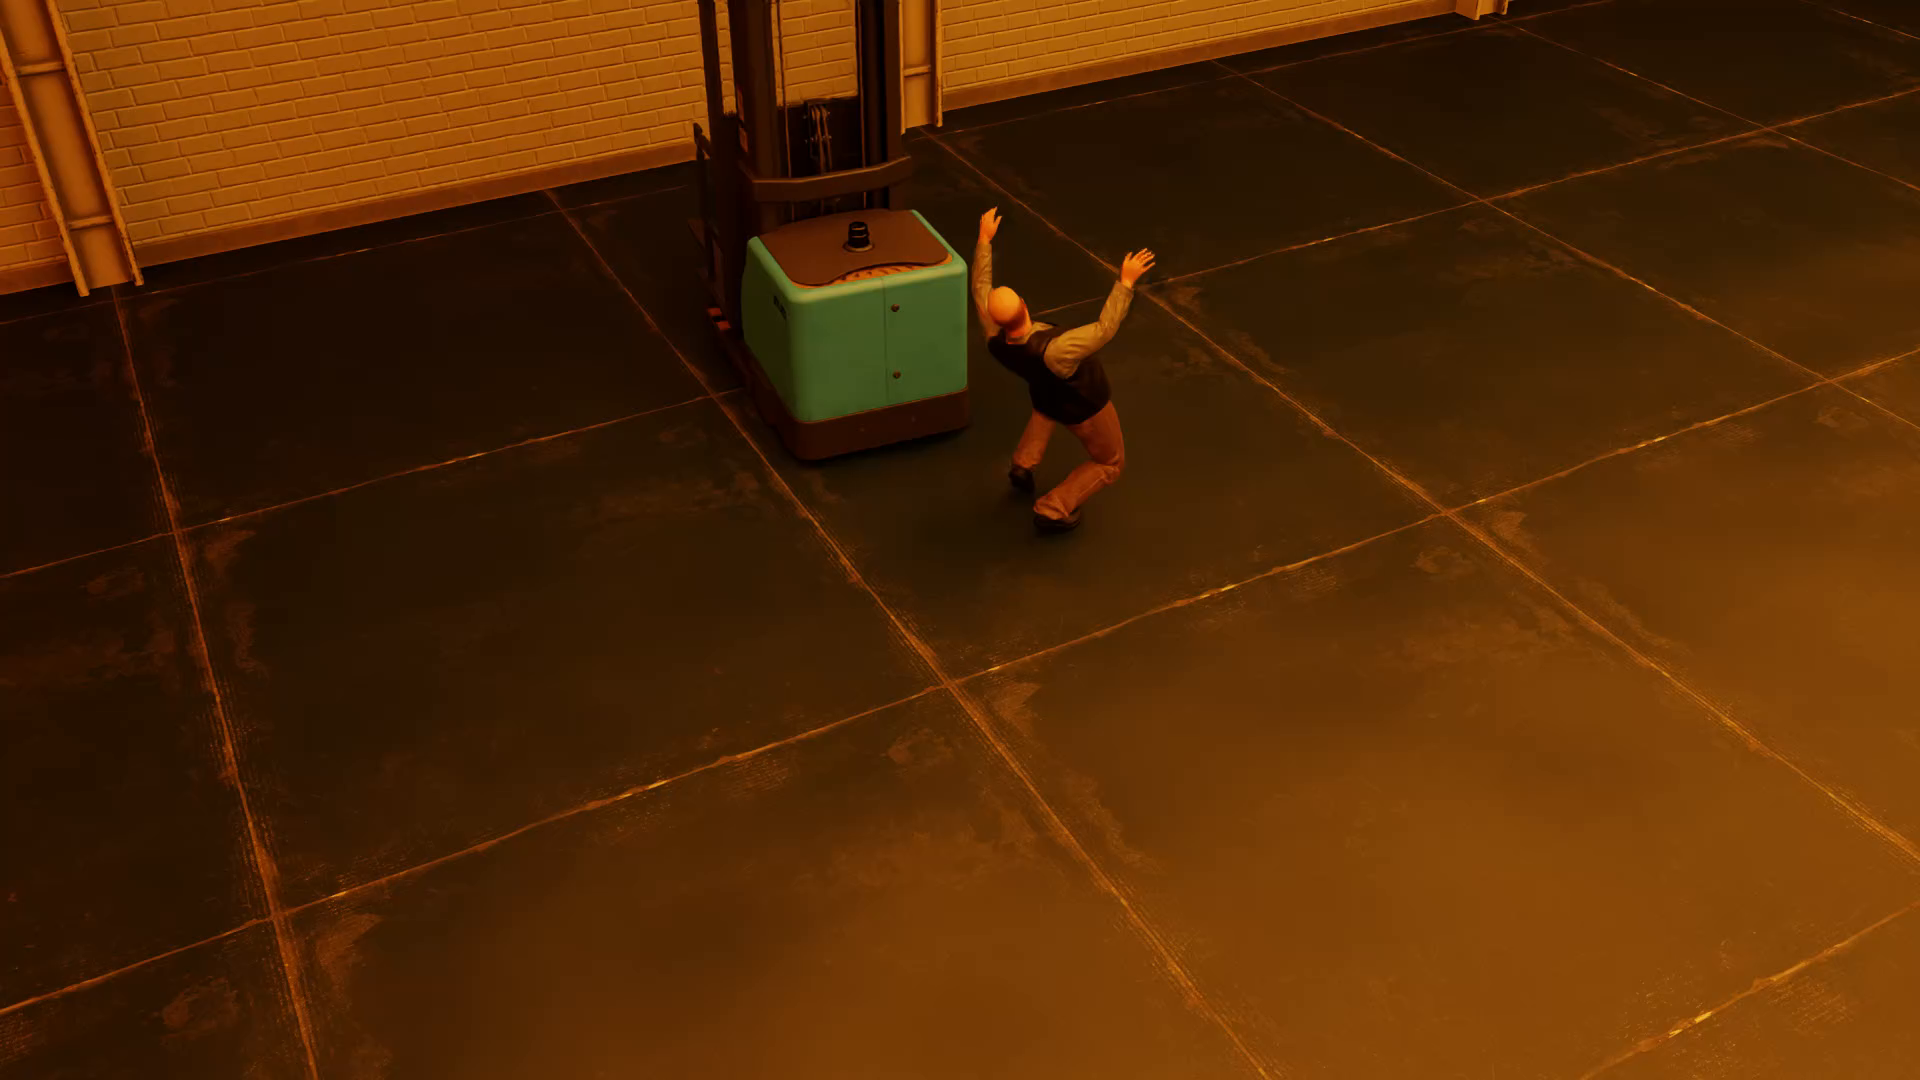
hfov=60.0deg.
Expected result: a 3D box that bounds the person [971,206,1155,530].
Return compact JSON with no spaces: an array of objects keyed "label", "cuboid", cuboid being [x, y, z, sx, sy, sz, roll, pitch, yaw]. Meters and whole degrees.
[{"label":"person","cuboid":[0.415,-0.804,8.437,0.751,1.599,0.949,-28,44,-34]}]

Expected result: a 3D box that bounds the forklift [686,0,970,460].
[{"label":"forklift","cuboid":[-0.977,-2.481,9.632,1.130,2.935,3.031,-14,37,-18]}]
